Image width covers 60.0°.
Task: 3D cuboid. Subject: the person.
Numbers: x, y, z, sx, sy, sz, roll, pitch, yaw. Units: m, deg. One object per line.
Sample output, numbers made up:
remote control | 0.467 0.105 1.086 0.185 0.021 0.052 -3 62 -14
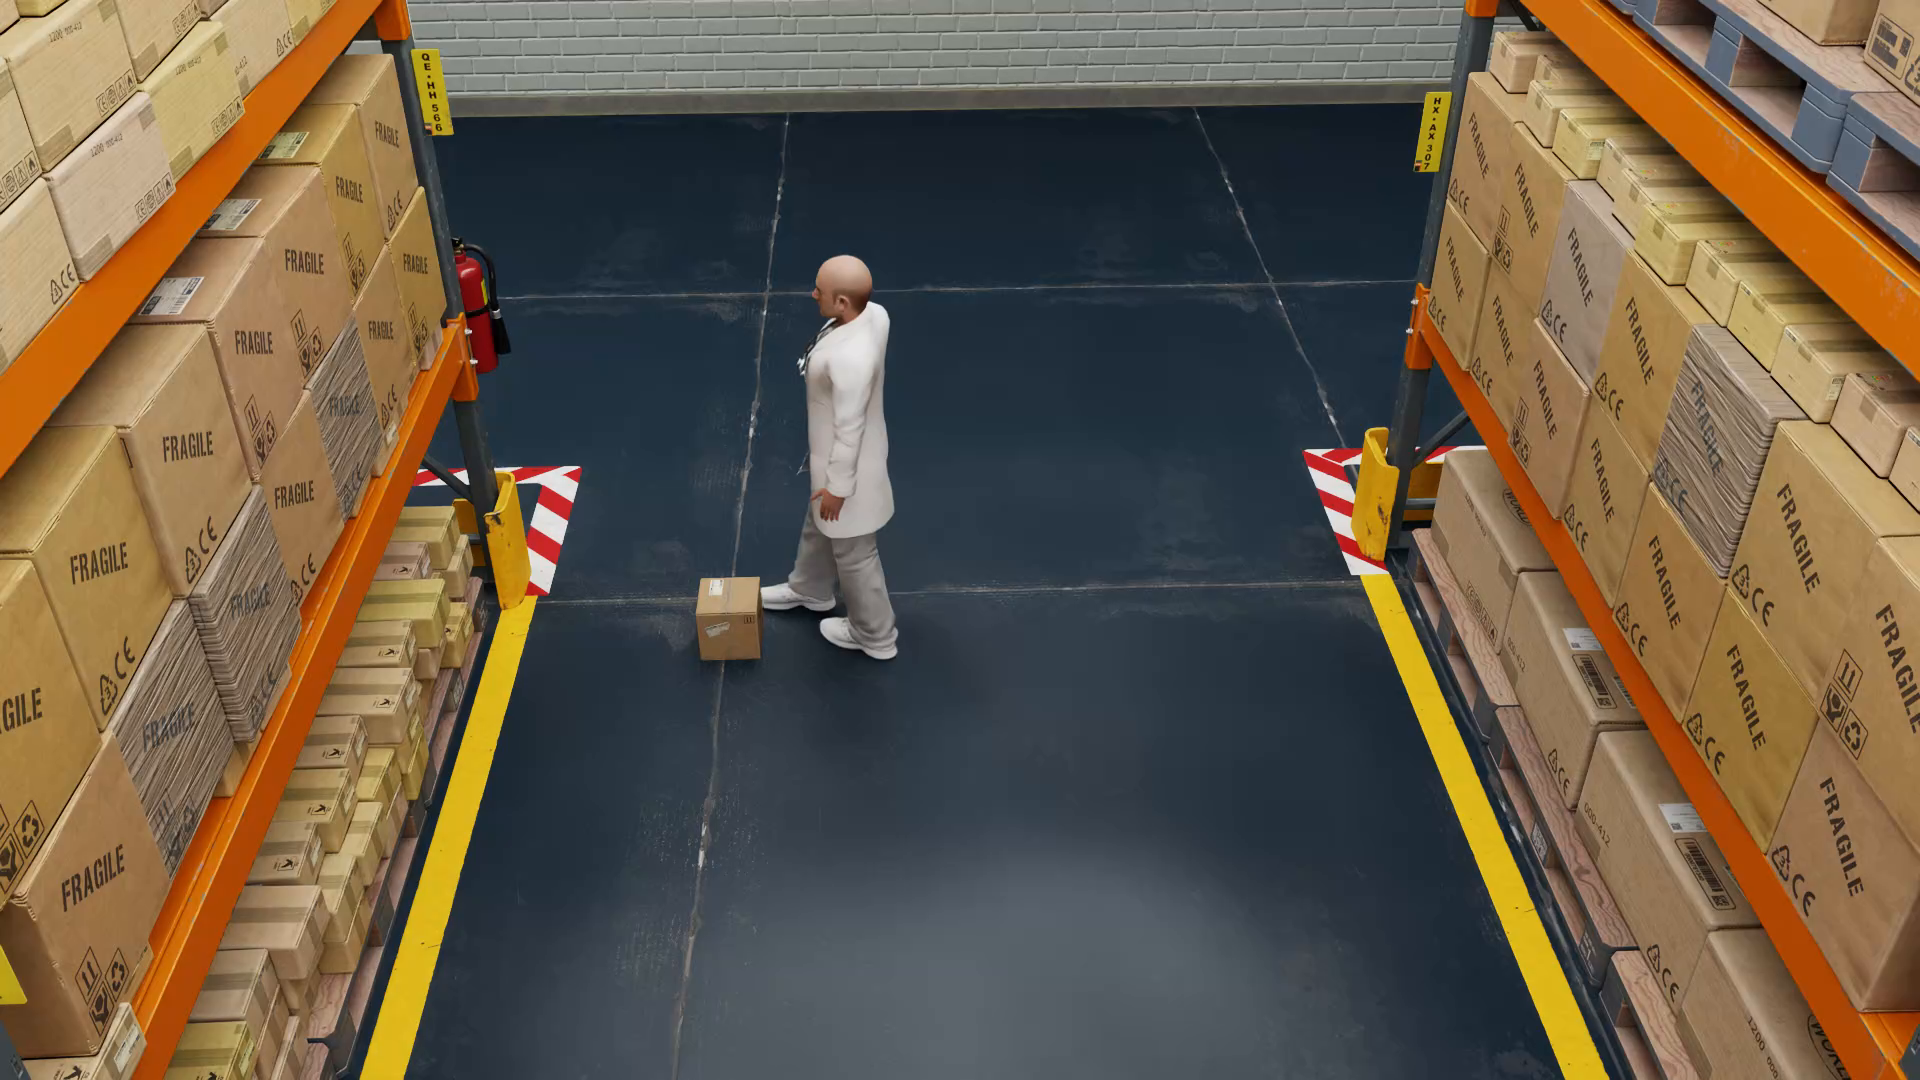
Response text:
person | -5.977 3.386 1.274 10.118 1.777 14.618 3 35 5
